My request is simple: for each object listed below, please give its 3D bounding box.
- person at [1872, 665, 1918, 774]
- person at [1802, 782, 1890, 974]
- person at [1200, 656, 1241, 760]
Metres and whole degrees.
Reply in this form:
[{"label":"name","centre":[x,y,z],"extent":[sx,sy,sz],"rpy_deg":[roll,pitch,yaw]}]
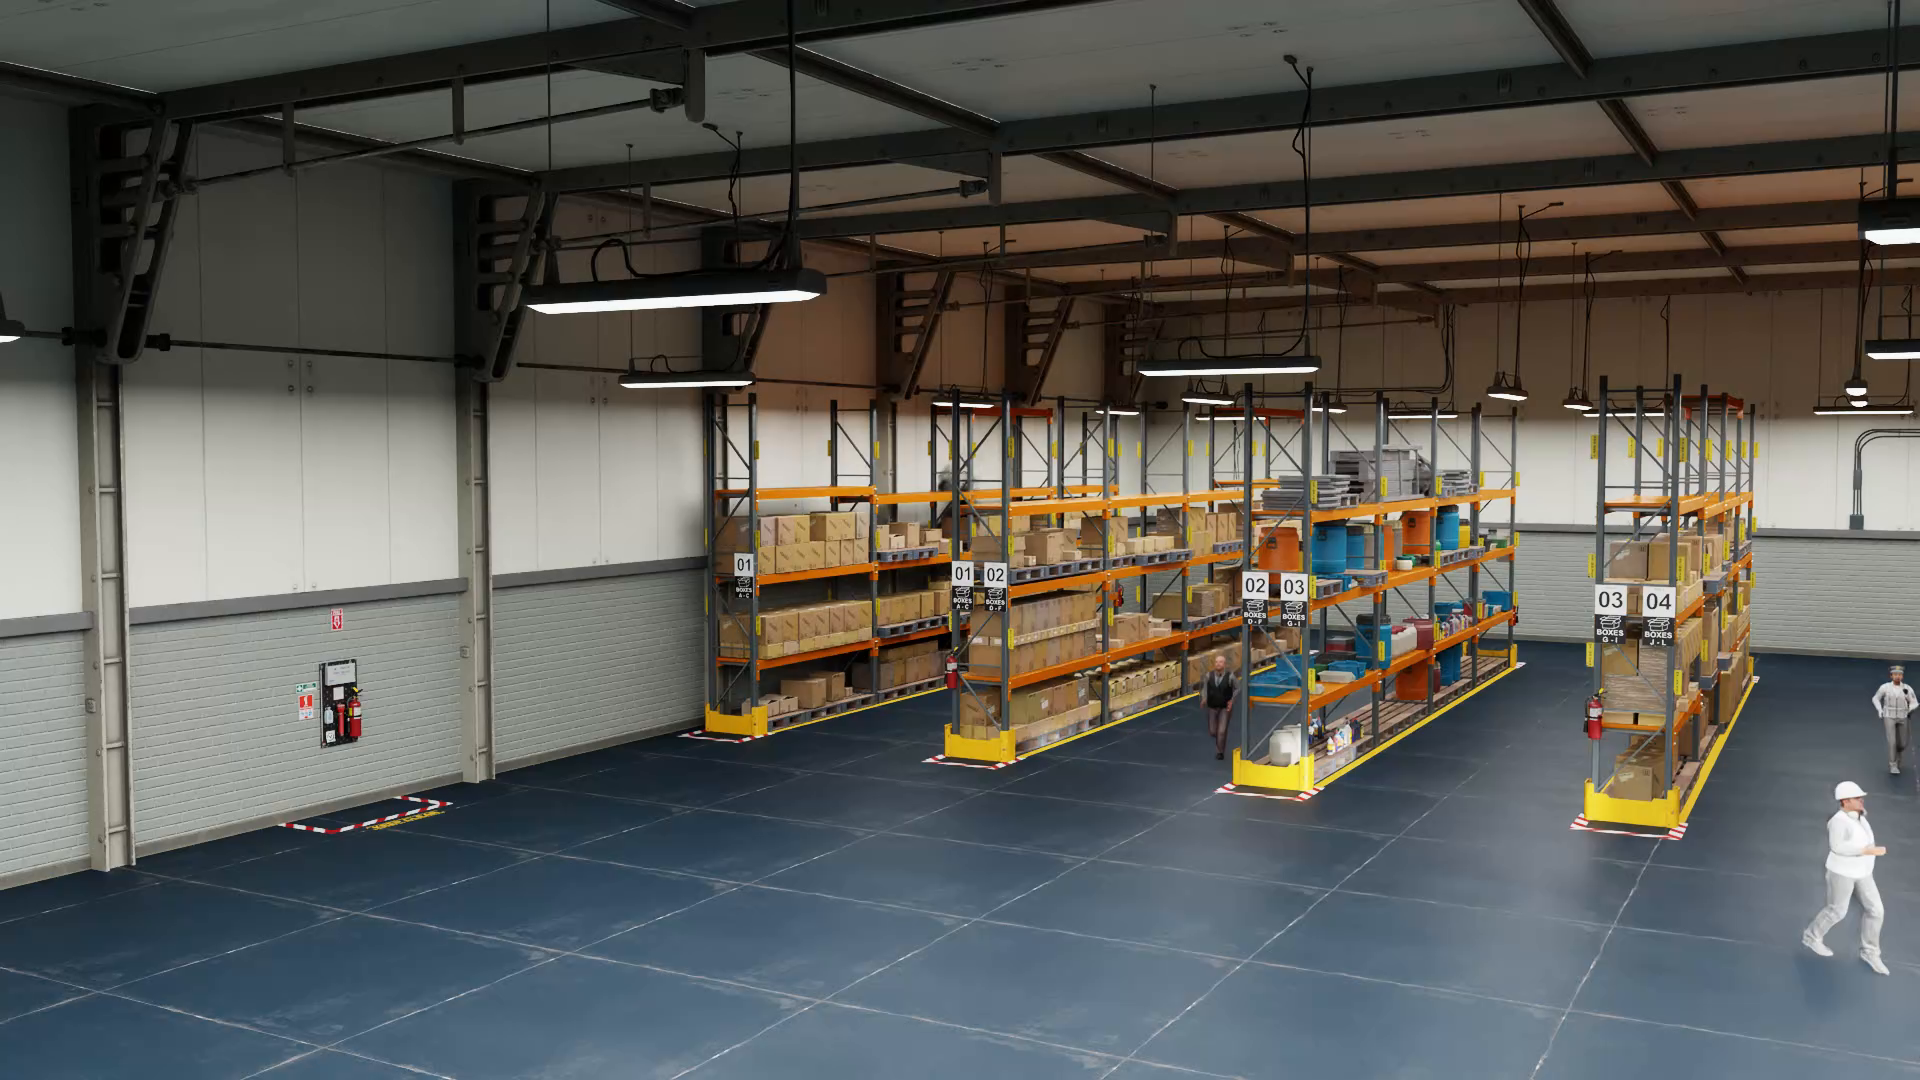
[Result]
[{"label":"person","centre":[14.547,2.771,25.869],"extent":[0.625,1.660,0.767],"rpy_deg":[1,3,22]},{"label":"person","centre":[8.587,3.248,16.103],"extent":[0.643,1.836,0.801],"rpy_deg":[-2,4,-32]},{"label":"person","centre":[4.255,2.711,27.042],"extent":[0.647,1.675,0.637],"rpy_deg":[1,3,24]}]
